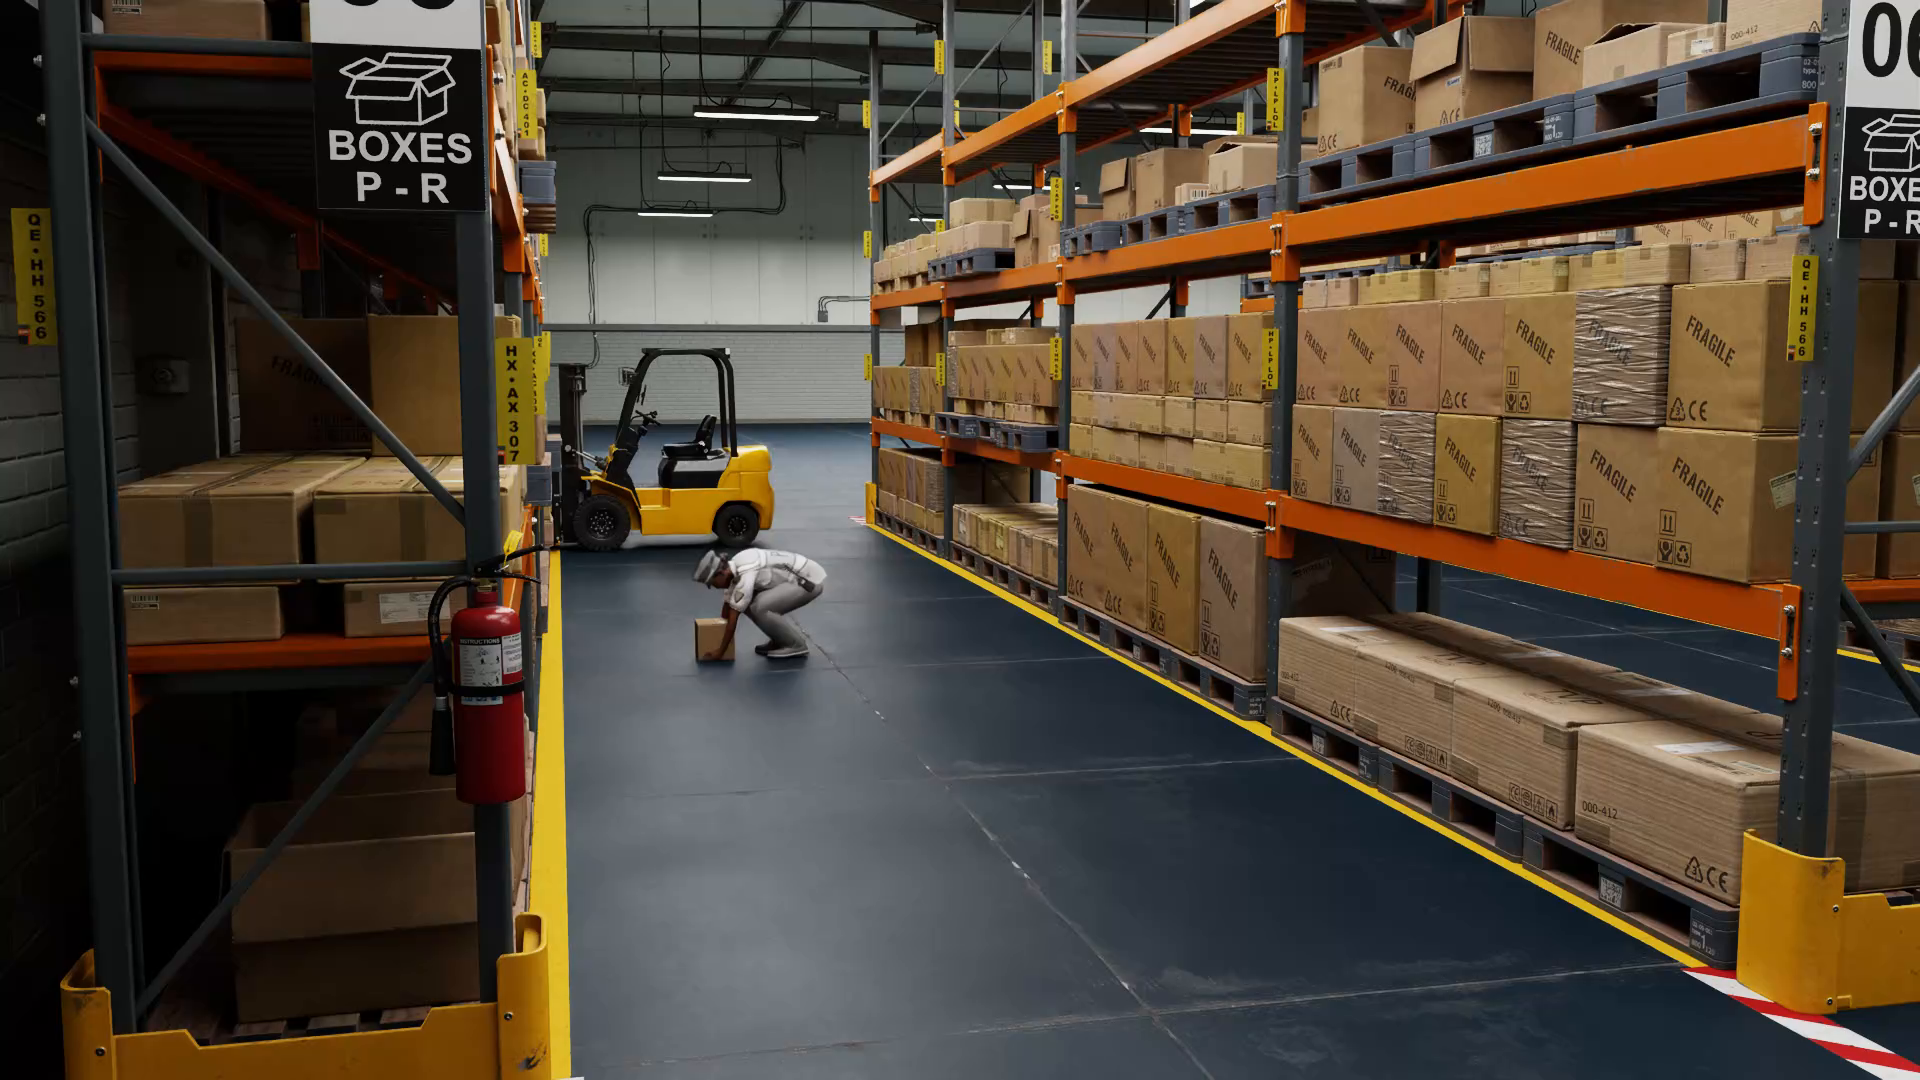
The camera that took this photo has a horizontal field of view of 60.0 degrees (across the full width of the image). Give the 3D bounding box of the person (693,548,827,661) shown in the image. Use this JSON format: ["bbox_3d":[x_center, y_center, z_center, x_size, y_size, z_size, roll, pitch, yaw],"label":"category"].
[{"bbox_3d":[-1.379,0.437,11.466,0.925,0.765,0.449,-2,6,-15],"label":"person"}]
